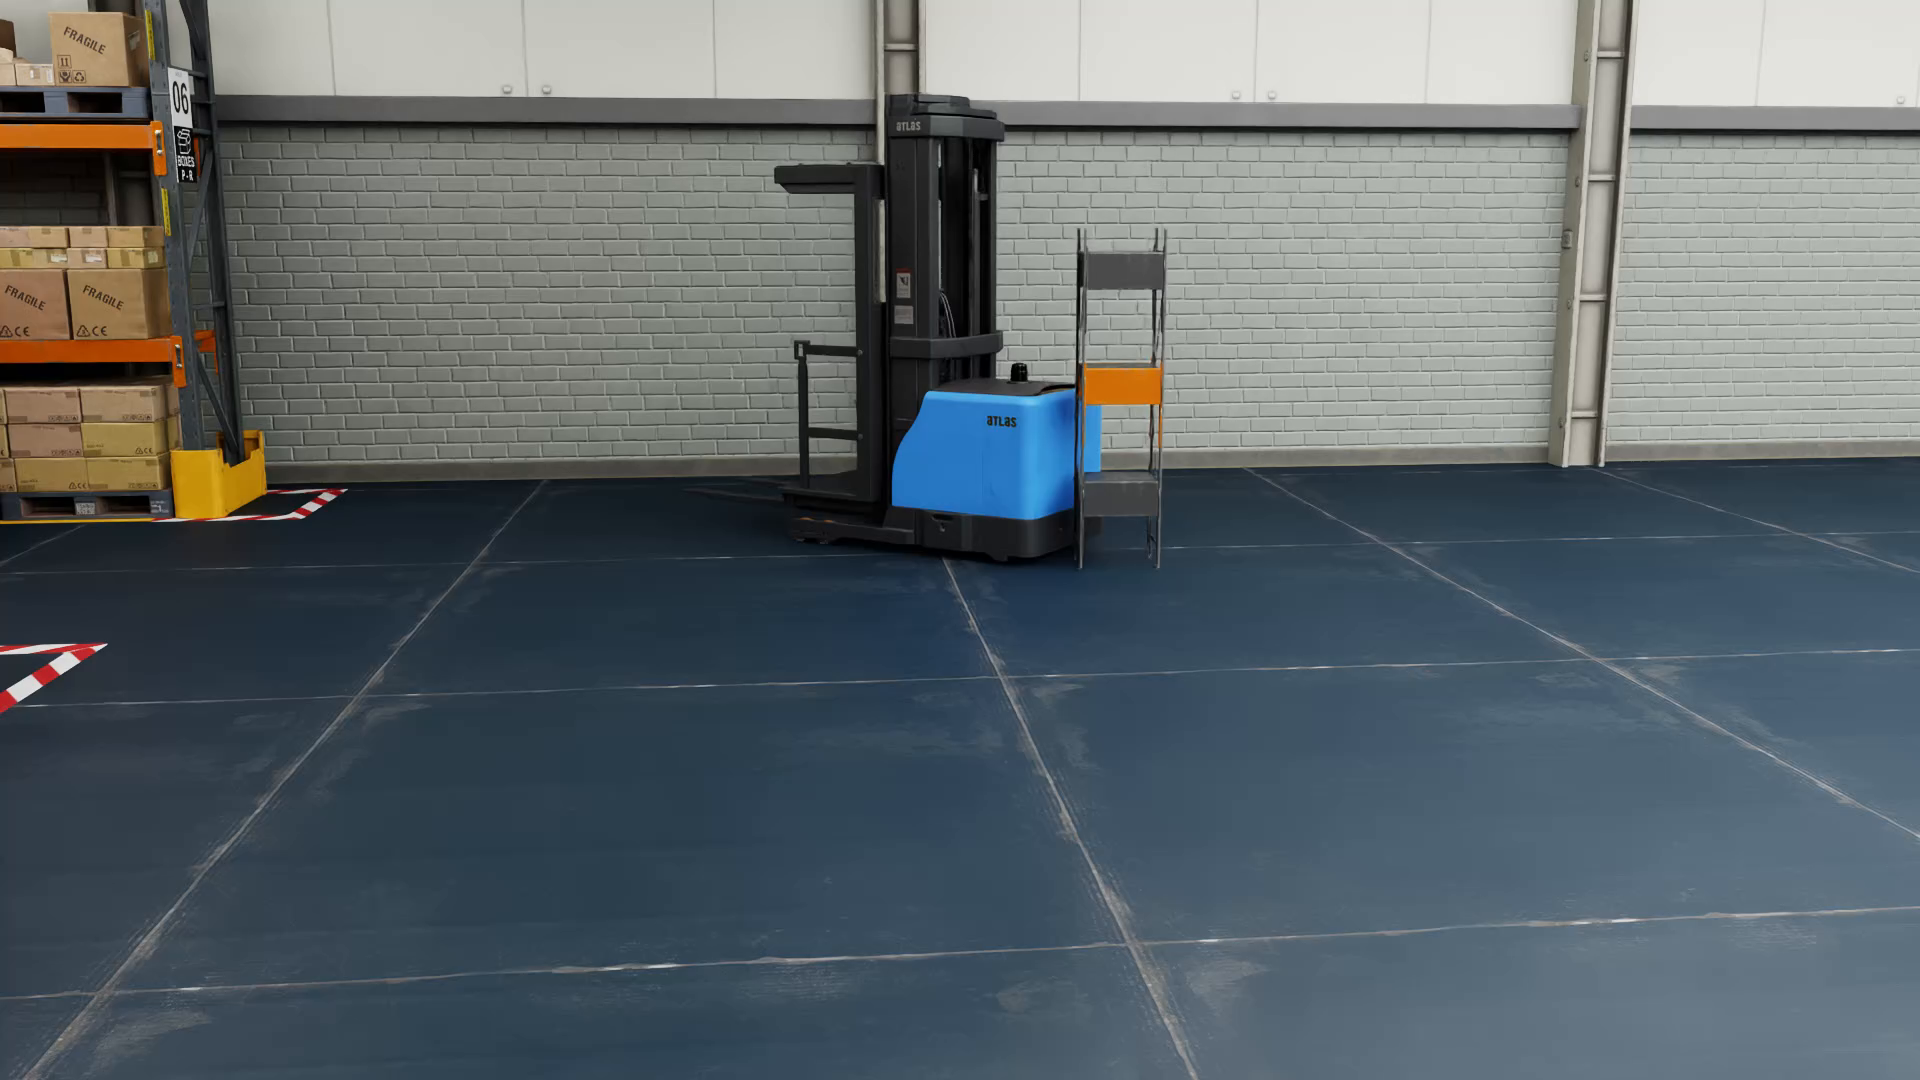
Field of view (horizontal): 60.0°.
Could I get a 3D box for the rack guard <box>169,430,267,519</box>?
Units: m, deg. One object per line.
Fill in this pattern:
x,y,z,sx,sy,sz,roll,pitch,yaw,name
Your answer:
-5.639,-0.513,12.681,0.348,0.500,1.175,-1,11,-6,rack guard

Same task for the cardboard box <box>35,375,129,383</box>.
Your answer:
-6.657,-1.102,12.643,0.500,0.250,0.500,-1,11,-6,cardboard box

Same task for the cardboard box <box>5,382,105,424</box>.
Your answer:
-6.594,-1.005,12.153,0.500,0.250,0.500,-1,11,-5,cardboard box

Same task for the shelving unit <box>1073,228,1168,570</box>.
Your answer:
0.993,-0.882,10.410,0.503,2.100,0.431,0,11,-2,shelving unit

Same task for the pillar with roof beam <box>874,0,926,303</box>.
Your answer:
-0.022,-4.140,9.101,0.400,9.000,9.100,-1,11,-6,pillar with roof beam

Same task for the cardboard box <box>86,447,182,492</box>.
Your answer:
-6.096,-0.526,12.304,0.500,0.250,0.500,-1,11,-6,cardboard box

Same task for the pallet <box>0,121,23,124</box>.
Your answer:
-7.584,-3.132,11.975,1.213,0.211,1.003,-1,11,-6,pallet

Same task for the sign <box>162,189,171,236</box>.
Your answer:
-5.618,-2.319,11.772,0.005,0.325,0.100,-1,11,-6,sign

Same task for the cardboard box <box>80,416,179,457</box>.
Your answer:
-6.113,-0.771,12.258,0.500,0.250,0.500,-1,11,-7,cardboard box

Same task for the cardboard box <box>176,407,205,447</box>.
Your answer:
-6.153,-0.871,12.767,0.500,0.250,0.500,-1,11,-5,cardboard box

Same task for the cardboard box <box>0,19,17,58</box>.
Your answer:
-7.106,-3.457,11.793,0.500,0.500,0.700,-1,11,-6,cardboard box

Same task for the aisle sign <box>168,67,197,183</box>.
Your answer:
-5.566,-2.960,11.907,0.004,0.787,0.394,-1,11,-6,aisle sign

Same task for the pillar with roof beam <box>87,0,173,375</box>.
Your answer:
-5.987,-4.015,8.465,0.400,9.000,9.100,-1,11,-6,pillar with roof beam

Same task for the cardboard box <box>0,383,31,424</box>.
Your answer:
-7.094,-0.993,12.090,0.500,0.250,0.500,-1,11,-5,cardboard box

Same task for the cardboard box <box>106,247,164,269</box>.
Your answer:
-5.977,-2.045,12.055,0.250,0.149,0.380,-1,11,-5,cardboard box

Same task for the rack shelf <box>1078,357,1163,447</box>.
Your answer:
0.993,-0.868,10.413,0.480,0.518,0.431,0,11,-2,rack shelf

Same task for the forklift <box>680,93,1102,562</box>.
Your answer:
-0.567,-1.488,11.337,3.031,2.935,1.130,7,13,31,forklift

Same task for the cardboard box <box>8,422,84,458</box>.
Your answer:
-6.613,-0.763,12.215,0.500,0.250,0.500,-1,11,-7,cardboard box

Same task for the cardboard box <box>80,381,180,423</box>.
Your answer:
-6.087,-1.017,12.213,0.500,0.250,0.500,-1,11,-4,cardboard box

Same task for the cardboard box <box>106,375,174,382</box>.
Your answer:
-6.161,-1.113,12.700,0.500,0.250,0.500,-1,11,-7,cardboard box

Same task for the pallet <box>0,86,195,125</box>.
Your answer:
-6.368,-3.158,12.107,1.213,0.211,1.003,-1,11,-6,pallet

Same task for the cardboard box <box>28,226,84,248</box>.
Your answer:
-6.495,-2.183,11.983,0.250,0.149,0.380,-1,11,-5,cardboard box

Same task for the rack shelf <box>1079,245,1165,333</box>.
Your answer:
0.993,-1.555,10.278,0.480,0.518,0.431,0,11,-2,rack shelf

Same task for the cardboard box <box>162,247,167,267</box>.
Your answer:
-6.028,-2.149,12.583,0.250,0.149,0.380,-1,11,-8,cardboard box

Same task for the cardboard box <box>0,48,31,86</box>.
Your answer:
-6.706,-3.319,11.700,0.258,0.266,0.396,-1,11,-6,cardboard box

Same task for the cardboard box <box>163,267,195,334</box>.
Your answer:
-6.185,-1.831,12.646,0.500,0.500,0.500,-1,11,-4,cardboard box

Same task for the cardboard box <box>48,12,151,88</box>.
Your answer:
-6.076,-3.459,11.804,0.500,0.500,0.500,-1,11,-4,cardboard box

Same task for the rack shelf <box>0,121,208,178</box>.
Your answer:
-7.651,-2.816,12.006,4.000,0.370,1.077,-1,11,-6,rack shelf

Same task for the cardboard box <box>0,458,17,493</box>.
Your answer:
-7.089,-0.508,12.217,0.500,0.250,0.500,-1,11,-5,cardboard box

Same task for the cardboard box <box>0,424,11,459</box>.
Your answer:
-7.124,-0.748,12.140,0.500,0.250,0.500,-1,11,-7,cardboard box

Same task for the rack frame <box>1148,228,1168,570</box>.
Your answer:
1.237,-0.884,10.420,0.015,2.100,0.400,0,11,-2,rack frame

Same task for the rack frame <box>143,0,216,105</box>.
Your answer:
-5.663,-4.683,11.859,0.127,3.000,1.000,-1,11,-6,rack frame

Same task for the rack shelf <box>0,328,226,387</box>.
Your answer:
-7.651,-1.344,12.295,4.000,0.370,1.077,-1,11,-6,rack shelf

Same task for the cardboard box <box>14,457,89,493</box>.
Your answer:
-6.591,-0.517,12.261,0.500,0.250,0.500,-1,11,-6,cardboard box

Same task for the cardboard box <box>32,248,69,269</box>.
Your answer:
-6.493,-2.041,12.032,0.250,0.149,0.380,-1,11,-5,cardboard box

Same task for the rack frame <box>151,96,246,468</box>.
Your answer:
-5.663,-1.739,12.438,0.127,3.000,1.000,-1,11,-6,rack frame

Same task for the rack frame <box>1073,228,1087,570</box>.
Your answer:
0.749,-0.880,10.401,0.015,2.100,0.400,0,11,-2,rack frame

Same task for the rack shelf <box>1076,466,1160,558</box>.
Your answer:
0.993,-0.182,10.548,0.480,0.518,0.431,0,11,-2,rack shelf

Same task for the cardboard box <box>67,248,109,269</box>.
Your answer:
-6.228,-2.034,11.999,0.250,0.149,0.380,-1,11,-5,cardboard box

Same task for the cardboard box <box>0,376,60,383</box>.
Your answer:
-7.156,-1.093,12.601,0.500,0.250,0.500,-1,11,-6,cardboard box

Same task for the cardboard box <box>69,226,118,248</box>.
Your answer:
-6.238,-2.193,12.037,0.250,0.149,0.380,-1,11,-6,cardboard box

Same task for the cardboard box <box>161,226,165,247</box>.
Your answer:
-6.020,-2.286,12.510,0.250,0.149,0.380,-1,11,-7,cardboard box

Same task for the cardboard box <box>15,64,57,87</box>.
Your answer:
-6.454,-3.267,11.738,0.250,0.149,0.380,-2,11,-8,cardboard box

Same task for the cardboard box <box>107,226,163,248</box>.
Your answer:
-5.996,-2.204,12.093,0.250,0.149,0.380,-1,11,-6,cardboard box

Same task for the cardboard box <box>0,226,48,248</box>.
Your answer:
-6.751,-2.192,12.029,0.250,0.149,0.380,-1,11,-6,cardboard box

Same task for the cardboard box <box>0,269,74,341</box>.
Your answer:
-6.640,-1.718,12.074,0.500,0.500,0.500,-1,11,-4,cardboard box

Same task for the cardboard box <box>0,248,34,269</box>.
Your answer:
-6.740,-2.038,12.016,0.250,0.149,0.380,-1,11,-6,cardboard box

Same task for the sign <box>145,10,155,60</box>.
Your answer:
-5.618,-3.502,11.540,0.005,0.325,0.100,-1,11,-6,sign

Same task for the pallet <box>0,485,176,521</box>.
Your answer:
-6.418,-0.347,12.585,1.213,0.211,1.003,-1,11,-6,pallet

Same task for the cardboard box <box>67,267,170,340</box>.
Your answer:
-6.124,-1.727,12.120,0.500,0.500,0.500,-1,11,-7,cardboard box

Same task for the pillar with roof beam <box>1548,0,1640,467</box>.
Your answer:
5.942,-4.265,9.737,0.400,9.000,9.100,-1,11,-6,pillar with roof beam

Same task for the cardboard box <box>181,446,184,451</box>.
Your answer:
-6.172,-0.623,12.801,0.500,0.250,0.500,-1,11,-6,cardboard box
